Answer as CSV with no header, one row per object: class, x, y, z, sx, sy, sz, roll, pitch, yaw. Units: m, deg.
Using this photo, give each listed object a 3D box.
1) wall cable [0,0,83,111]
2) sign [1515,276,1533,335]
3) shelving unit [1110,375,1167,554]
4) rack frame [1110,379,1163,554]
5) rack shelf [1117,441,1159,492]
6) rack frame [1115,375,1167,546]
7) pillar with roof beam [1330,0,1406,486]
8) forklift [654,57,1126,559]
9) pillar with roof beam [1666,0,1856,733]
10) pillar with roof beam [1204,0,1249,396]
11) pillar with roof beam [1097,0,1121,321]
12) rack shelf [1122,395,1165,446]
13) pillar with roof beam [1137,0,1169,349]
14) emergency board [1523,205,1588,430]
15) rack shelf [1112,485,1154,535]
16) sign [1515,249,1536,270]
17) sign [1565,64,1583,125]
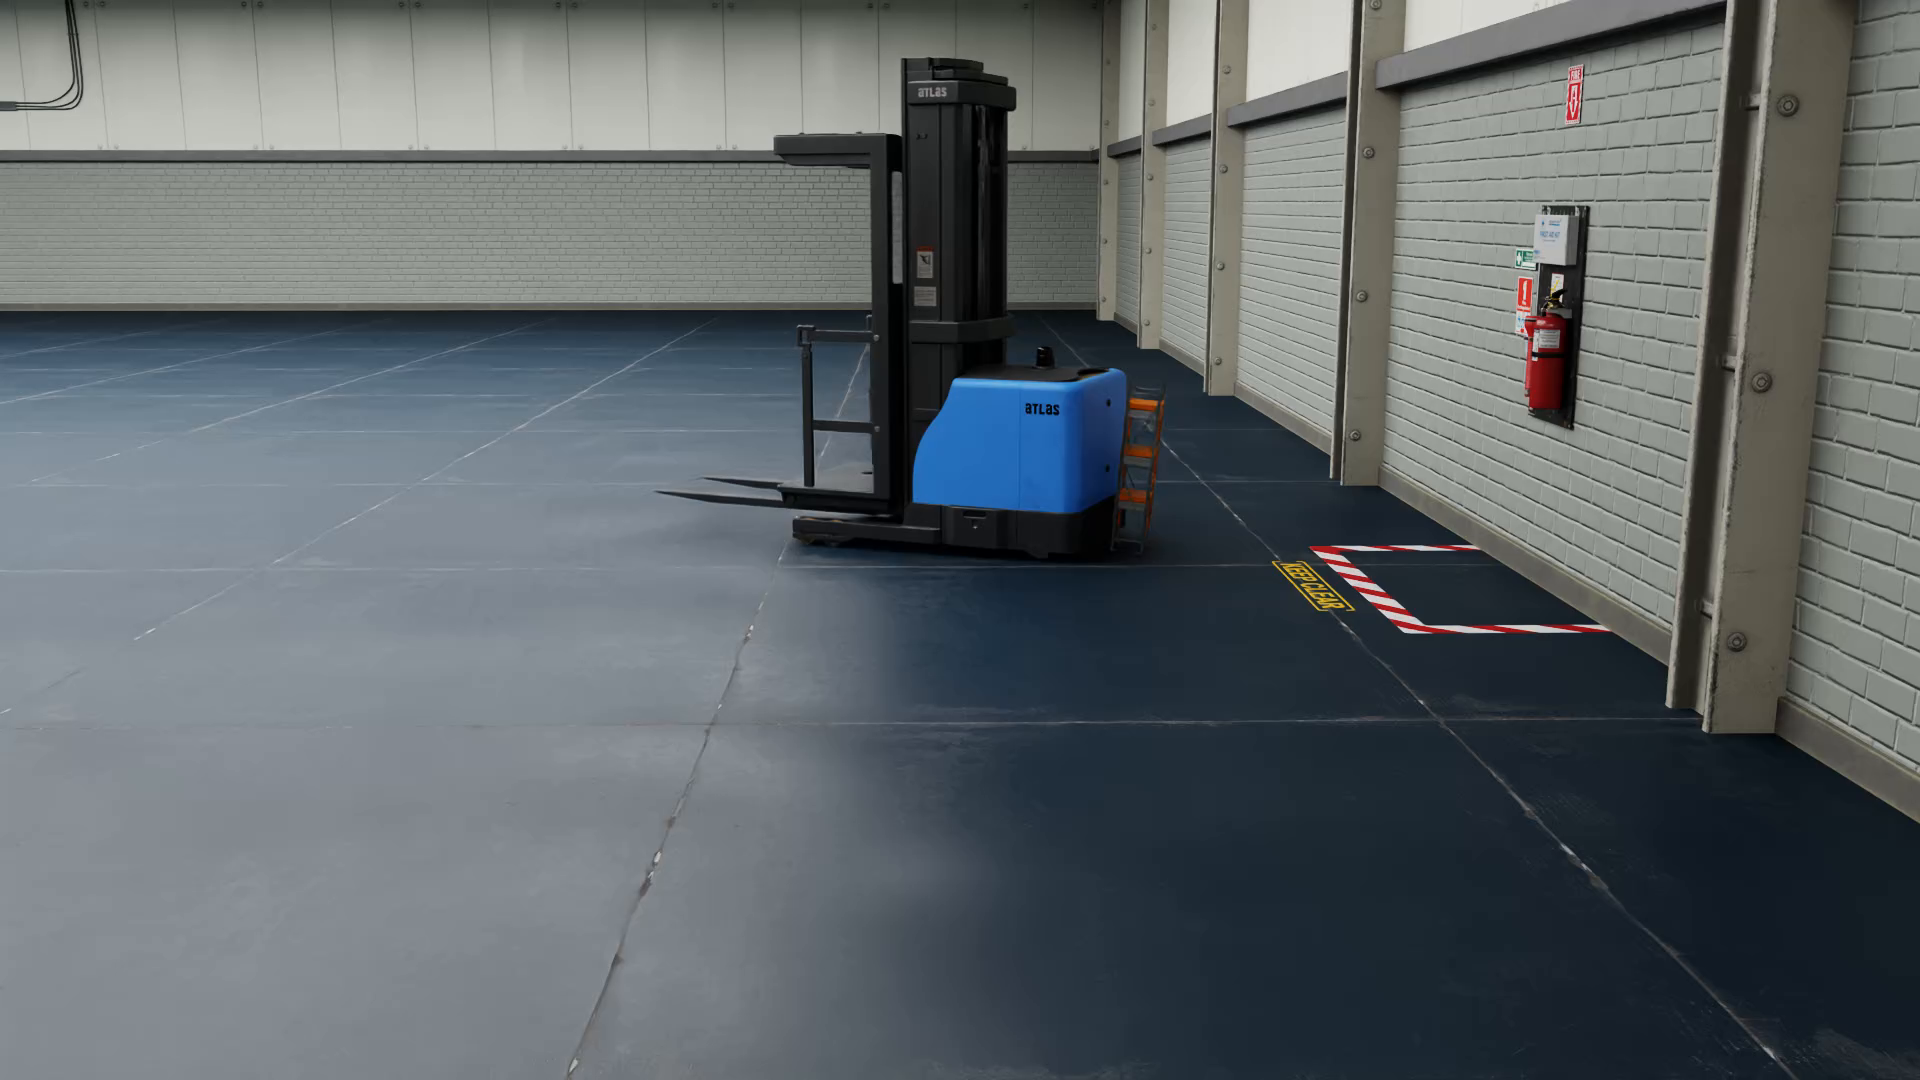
wall cable,-18.068,-10.605,31.644,2.305,6.003,0.169,0,11,-1
sign,3.247,-1.349,9.573,0.001,0.329,0.234,0,11,-1
shelving unit,1.088,-0.460,10.143,0.215,1.050,0.252,8,13,11
rack frame,1.062,-0.437,10.026,0.200,1.050,0.008,8,13,11
rack shelf,1.087,-0.450,10.145,0.215,0.259,0.240,8,13,11
rack frame,1.114,-0.484,10.260,0.200,1.050,0.008,8,13,11
pillar with roof beam,-1.260,-4.845,11.806,9.100,9.000,0.400,0,11,-1
forklift,-0.508,-1.490,10.530,3.031,2.935,1.130,5,12,22
pillar with roof beam,-1.136,-3.652,5.927,9.100,9.000,0.400,0,11,-1
pillar with roof beam,-1.384,-6.037,17.685,9.100,9.000,0.400,0,11,-1
pillar with roof beam,-1.632,-8.423,29.443,9.100,9.000,0.400,0,11,-1
rack shelf,1.113,-0.726,10.083,0.215,0.259,0.240,8,13,11
pillar with roof beam,-1.508,-7.230,23.564,9.100,9.000,0.400,0,11,-1
emergency board,3.155,-1.221,9.033,0.194,1.169,0.643,0,11,-1
rack shelf,1.062,-0.180,10.206,0.215,0.259,0.240,8,13,11
sign,3.238,-1.608,9.516,0.001,0.109,0.331,0,11,-1
sign,3.254,-2.359,8.813,0.001,0.298,0.199,0,11,-1
